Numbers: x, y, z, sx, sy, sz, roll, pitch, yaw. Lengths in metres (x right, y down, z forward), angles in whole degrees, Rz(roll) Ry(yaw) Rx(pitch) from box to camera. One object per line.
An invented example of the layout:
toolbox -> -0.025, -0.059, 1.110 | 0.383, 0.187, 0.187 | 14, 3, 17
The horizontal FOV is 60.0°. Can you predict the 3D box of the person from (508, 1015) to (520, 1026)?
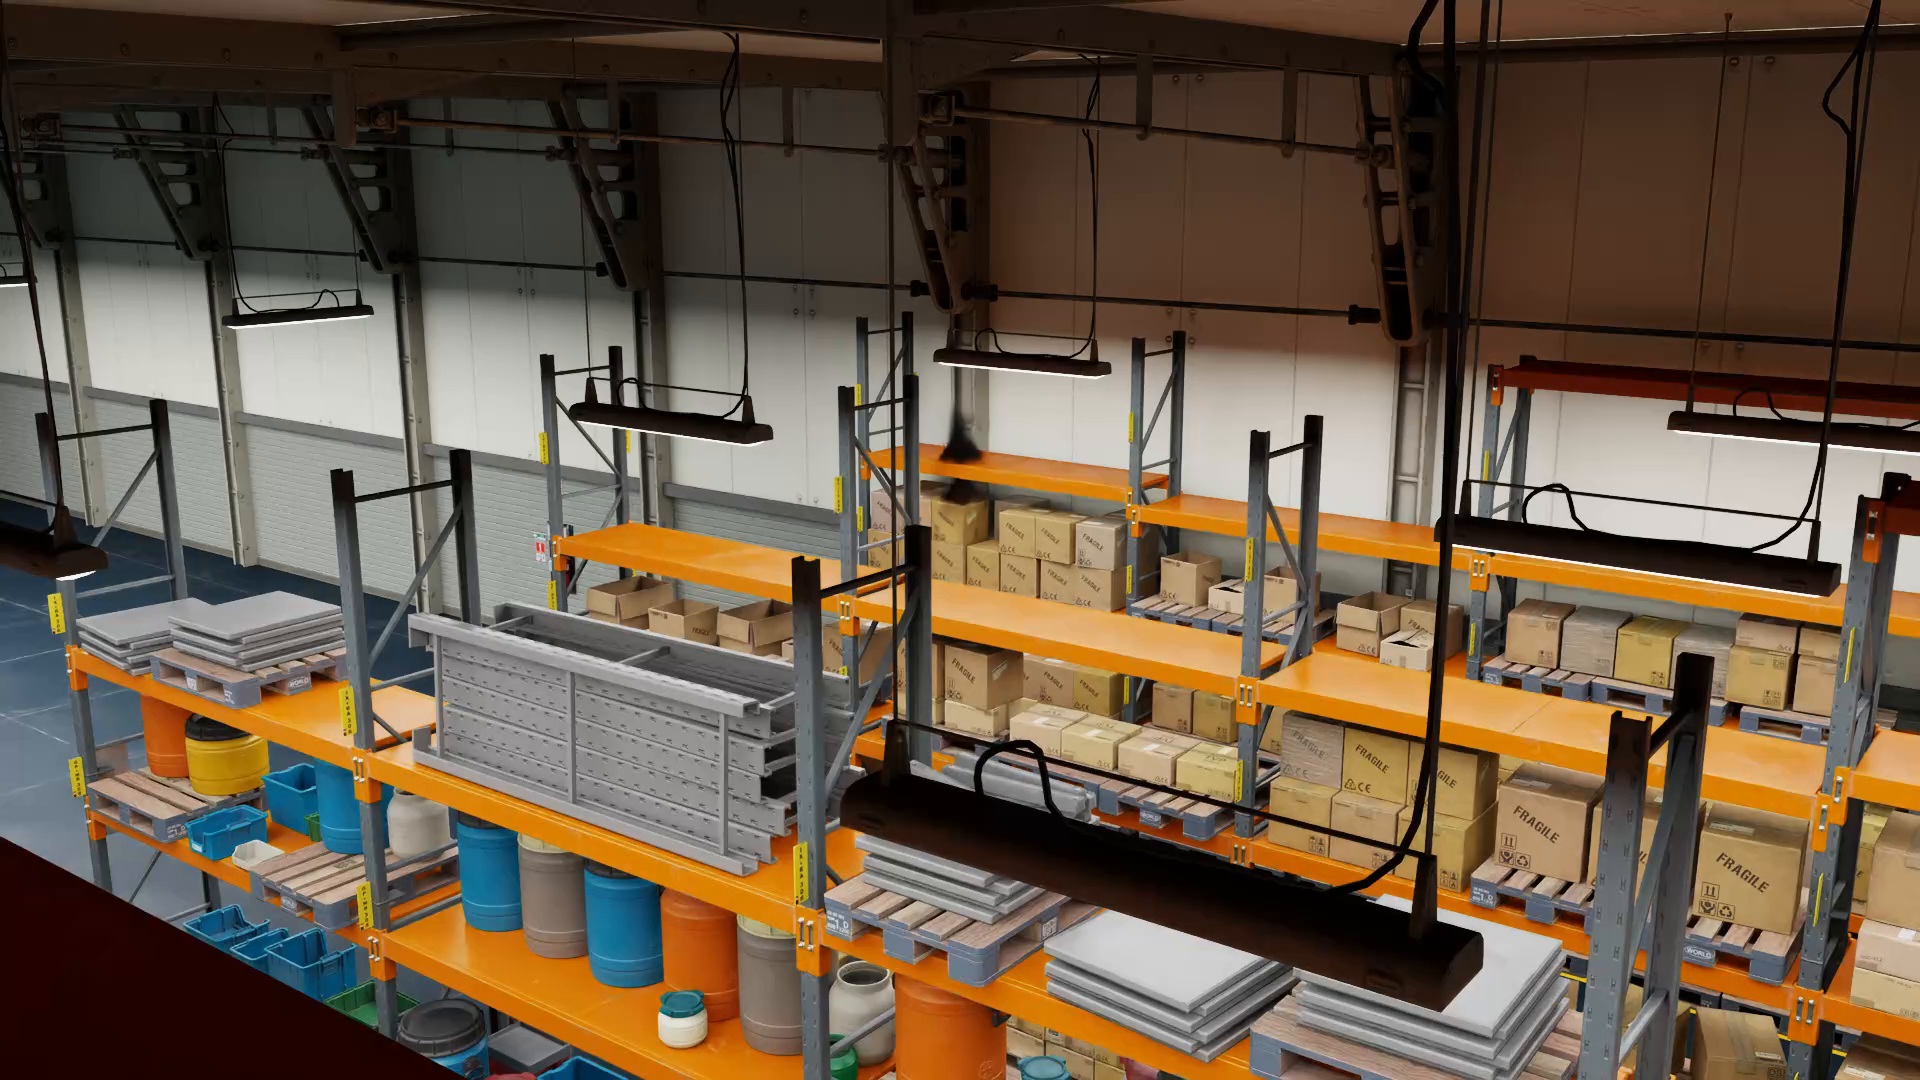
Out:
person -> -3.804, 4.009, 14.339 | 0.727, 1.651, 0.538 | 11, 17, 39
